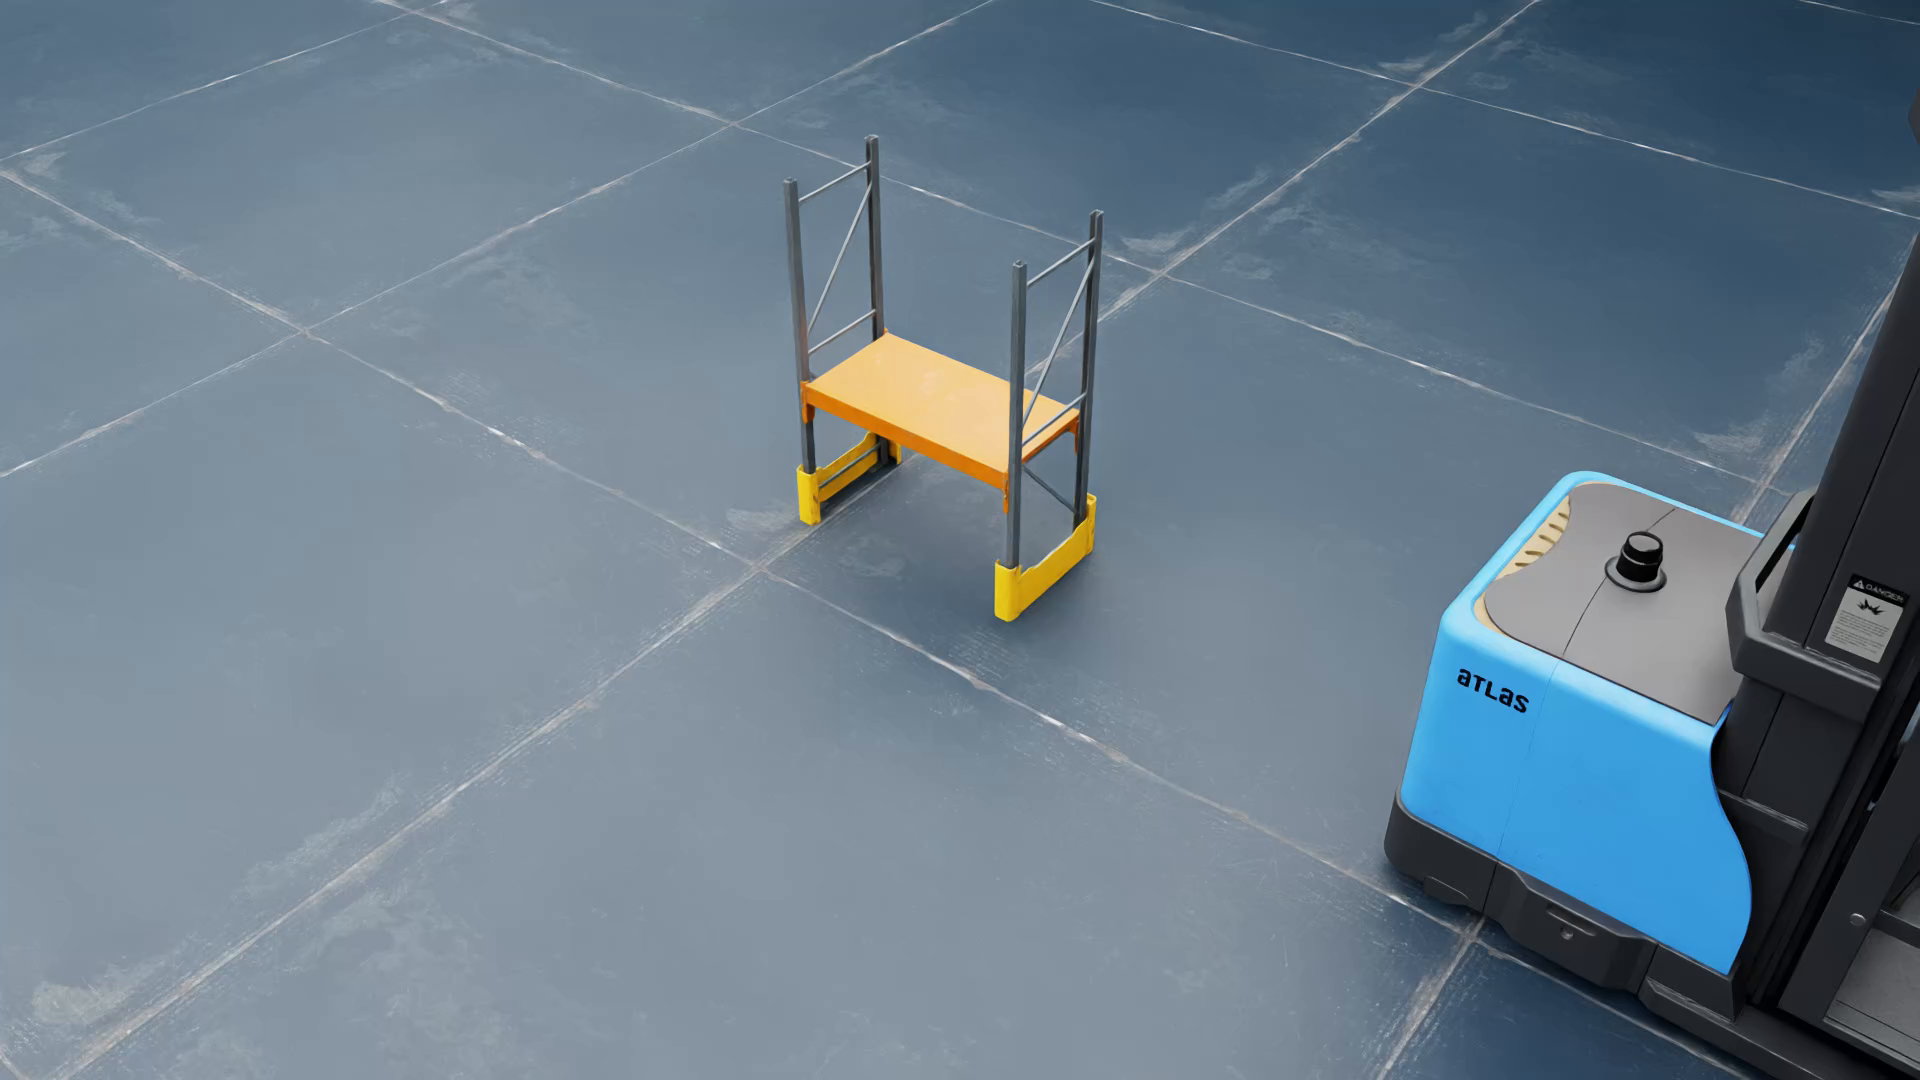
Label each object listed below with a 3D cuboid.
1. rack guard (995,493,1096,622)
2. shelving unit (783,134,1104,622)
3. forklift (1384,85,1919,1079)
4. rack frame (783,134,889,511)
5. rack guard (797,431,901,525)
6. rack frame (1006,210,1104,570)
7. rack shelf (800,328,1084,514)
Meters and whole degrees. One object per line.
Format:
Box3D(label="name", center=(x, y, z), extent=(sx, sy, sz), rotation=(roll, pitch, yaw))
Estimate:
Box3D(label="rack guard", center=(0.335, 0.060, 6.471), extent=(0.087, 0.250, 0.587), rotation=(25, 45, 29))
Box3D(label="shelving unit", center=(-0.061, -0.619, 6.324), extent=(1.083, 1.500, 0.587), rotation=(25, 45, 29))
Box3D(label="forklift", center=(2.832, 0.246, 4.058), extent=(3.031, 2.935, 1.130), rotation=(26, 45, 30))
Box3D(label="rack frame", center=(-0.472, -0.813, 6.572), extent=(0.032, 1.500, 0.500), rotation=(25, 45, 29))
Box3D(label="rack guard", center=(-0.456, -0.313, 6.948), extent=(0.087, 0.250, 0.587), rotation=(25, 45, 29))
Box3D(label="rack frame", center=(0.336, -0.432, 6.085), extent=(0.032, 1.500, 0.500), rotation=(25, 45, 29))
Box3D(label="rack shelf", center=(-0.068, -0.481, 6.439), extent=(1.000, 0.185, 0.538), rotation=(25, 45, 29))
